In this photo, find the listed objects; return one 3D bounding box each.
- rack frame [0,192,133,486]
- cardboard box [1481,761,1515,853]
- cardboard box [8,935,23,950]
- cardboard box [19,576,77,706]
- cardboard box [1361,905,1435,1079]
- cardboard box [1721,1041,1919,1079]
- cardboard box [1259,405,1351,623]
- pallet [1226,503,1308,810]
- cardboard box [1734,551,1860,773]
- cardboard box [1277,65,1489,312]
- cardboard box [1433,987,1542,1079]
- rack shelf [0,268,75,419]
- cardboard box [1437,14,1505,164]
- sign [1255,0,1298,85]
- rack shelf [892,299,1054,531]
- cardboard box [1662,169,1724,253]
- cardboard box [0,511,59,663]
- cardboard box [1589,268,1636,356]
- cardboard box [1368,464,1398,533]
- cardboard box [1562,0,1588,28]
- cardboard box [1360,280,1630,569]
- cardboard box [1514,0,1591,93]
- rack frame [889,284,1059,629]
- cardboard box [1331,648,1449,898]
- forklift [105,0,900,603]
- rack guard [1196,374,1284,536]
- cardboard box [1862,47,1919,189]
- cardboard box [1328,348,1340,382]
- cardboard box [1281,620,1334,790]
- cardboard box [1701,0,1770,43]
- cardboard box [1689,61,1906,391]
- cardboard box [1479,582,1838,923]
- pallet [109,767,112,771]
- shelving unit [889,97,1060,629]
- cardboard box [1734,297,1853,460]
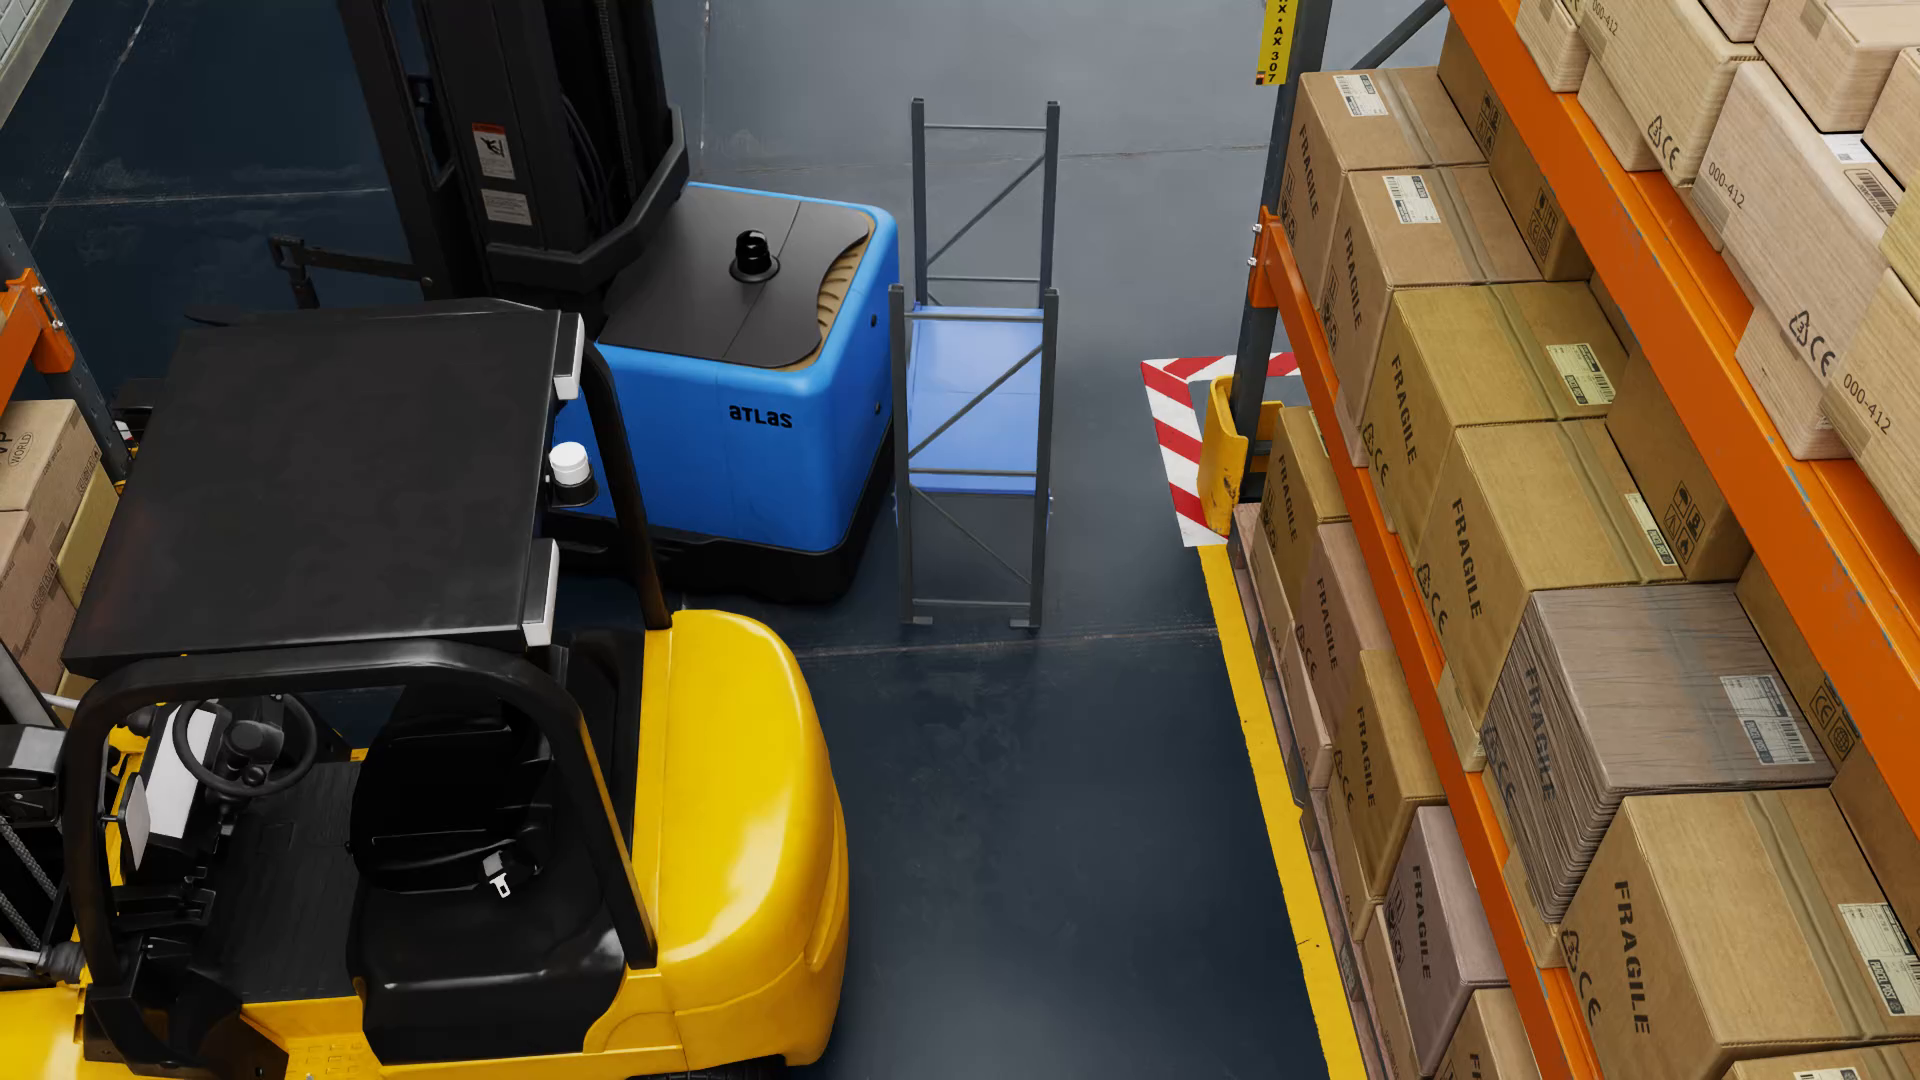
[{"bbox_3d":[-3.442,-0.954,5.088,1.000,3.000,0.127,-3,47,-3],"label":"rack frame"},{"bbox_3d":[1.428,0.586,3.802,0.380,0.149,0.250,-4,47,-4],"label":"cardboard box"},{"bbox_3d":[-2.957,1.265,4.591,0.500,0.250,0.500,-2,47,-2],"label":"cardboard box"},{"bbox_3d":[-3.058,0.372,5.092,0.500,0.250,0.500,-4,47,-4],"label":"cardboard box"},{"bbox_3d":[1.429,1.272,4.584,0.500,0.250,0.500,-3,47,-3],"label":"cardboard box"},{"bbox_3d":[1.554,1.192,2.781,0.500,0.500,0.500,-5,47,-4],"label":"cardboard box"},{"bbox_3d":[1.299,-0.098,5.365,0.500,0.500,0.500,-5,47,-5],"label":"cardboard box"},{"bbox_3d":[1.543,0.345,5.778,1.003,0.211,1.213,-3,47,-3],"label":"pallet"},{"bbox_3d":[1.982,0.088,3.139,0.700,0.500,0.500,-4,47,-4],"label":"cardboard box"},{"bbox_3d":[1.267,-1.036,4.891,0.500,0.500,0.500,-4,47,-4],"label":"cardboard box"},{"bbox_3d":[1.478,1.399,3.947,0.500,0.500,0.500,-3,47,-3],"label":"cardboard box"},{"bbox_3d":[-3.274,0.740,3.979,1.077,0.370,4.000,-3,47,-3],"label":"rack shelf"},{"bbox_3d":[1.764,-1.383,4.531,0.700,0.500,0.500,-5,47,-4],"label":"cardboard box"},{"bbox_3d":[0.963,-1.523,5.030,0.100,0.325,0.005,-3,47,-3],"label":"sign"},{"bbox_3d":[0.063,-0.463,5.903,0.538,0.185,1.000,2,47,2],"label":"rack shelf"},{"bbox_3d":[1.474,-0.644,2.901,0.380,0.149,0.250,-4,47,-4],"label":"cardboard box"},{"bbox_3d":[-3.044,0.186,4.923,0.500,0.250,0.500,-3,47,-3],"label":"cardboard box"},{"bbox_3d":[1.945,-0.653,3.840,0.700,0.500,0.500,-4,47,-4],"label":"cardboard box"},{"bbox_3d":[1.334,-0.164,4.512,0.380,0.149,0.250,-2,47,-2],"label":"cardboard box"},{"bbox_3d":[1.381,-1.223,3.175,0.500,0.250,0.500,-2,47,-2],"label":"cardboard box"},{"bbox_3d":[1.358,-0.293,4.187,0.500,0.500,0.500,-4,47,-4],"label":"cardboard box"},{"bbox_3d":[1.320,-1.009,3.247,0.380,0.149,0.250,-3,47,-3],"label":"cardboard box"},{"bbox_3d":[0.041,-0.218,5.424,0.500,1.500,0.032,2,47,2],"label":"rack frame"},{"bbox_3d":[1.381,0.644,4.663,0.500,0.500,0.500,-3,47,-3],"label":"cardboard box"},{"bbox_3d":[-1.779,-1.343,5.503,3.031,2.935,1.130,9,47,9],"label":"forklift"},{"bbox_3d":[1.510,-0.344,6.232,1.175,0.500,0.348,-3,47,-3],"label":"rack guard"},{"bbox_3d":[1.492,-0.553,2.265,0.380,0.149,0.250,-4,47,-4],"label":"cardboard box"},{"bbox_3d":[1.303,-0.535,4.864,0.380,0.149,0.250,-5,47,-5],"label":"cardboard box"},{"bbox_3d":[1.331,0.513,5.303,0.500,0.250,0.500,-2,47,-2],"label":"cardboard box"},{"bbox_3d":[1.370,-0.916,2.609,0.380,0.149,0.250,-3,47,-3],"label":"cardboard box"},{"bbox_3d":[1.462,-0.485,2.476,0.500,0.250,0.500,-4,47,-4],"label":"cardboard box"},{"bbox_3d":[1.456,0.445,3.489,0.500,0.500,0.500,-2,47,-2],"label":"cardboard box"},{"bbox_3d":[-3.336,0.555,5.579,1.003,0.211,1.213,-3,47,-3],"label":"pallet"},{"bbox_3d":[0.063,-0.587,5.773,0.538,1.500,1.048,2,47,2],"label":"shelving unit"},{"bbox_3d":[1.437,-0.265,2.542,0.380,0.149,0.250,-2,47,-2],"label":"cardboard box"}]
